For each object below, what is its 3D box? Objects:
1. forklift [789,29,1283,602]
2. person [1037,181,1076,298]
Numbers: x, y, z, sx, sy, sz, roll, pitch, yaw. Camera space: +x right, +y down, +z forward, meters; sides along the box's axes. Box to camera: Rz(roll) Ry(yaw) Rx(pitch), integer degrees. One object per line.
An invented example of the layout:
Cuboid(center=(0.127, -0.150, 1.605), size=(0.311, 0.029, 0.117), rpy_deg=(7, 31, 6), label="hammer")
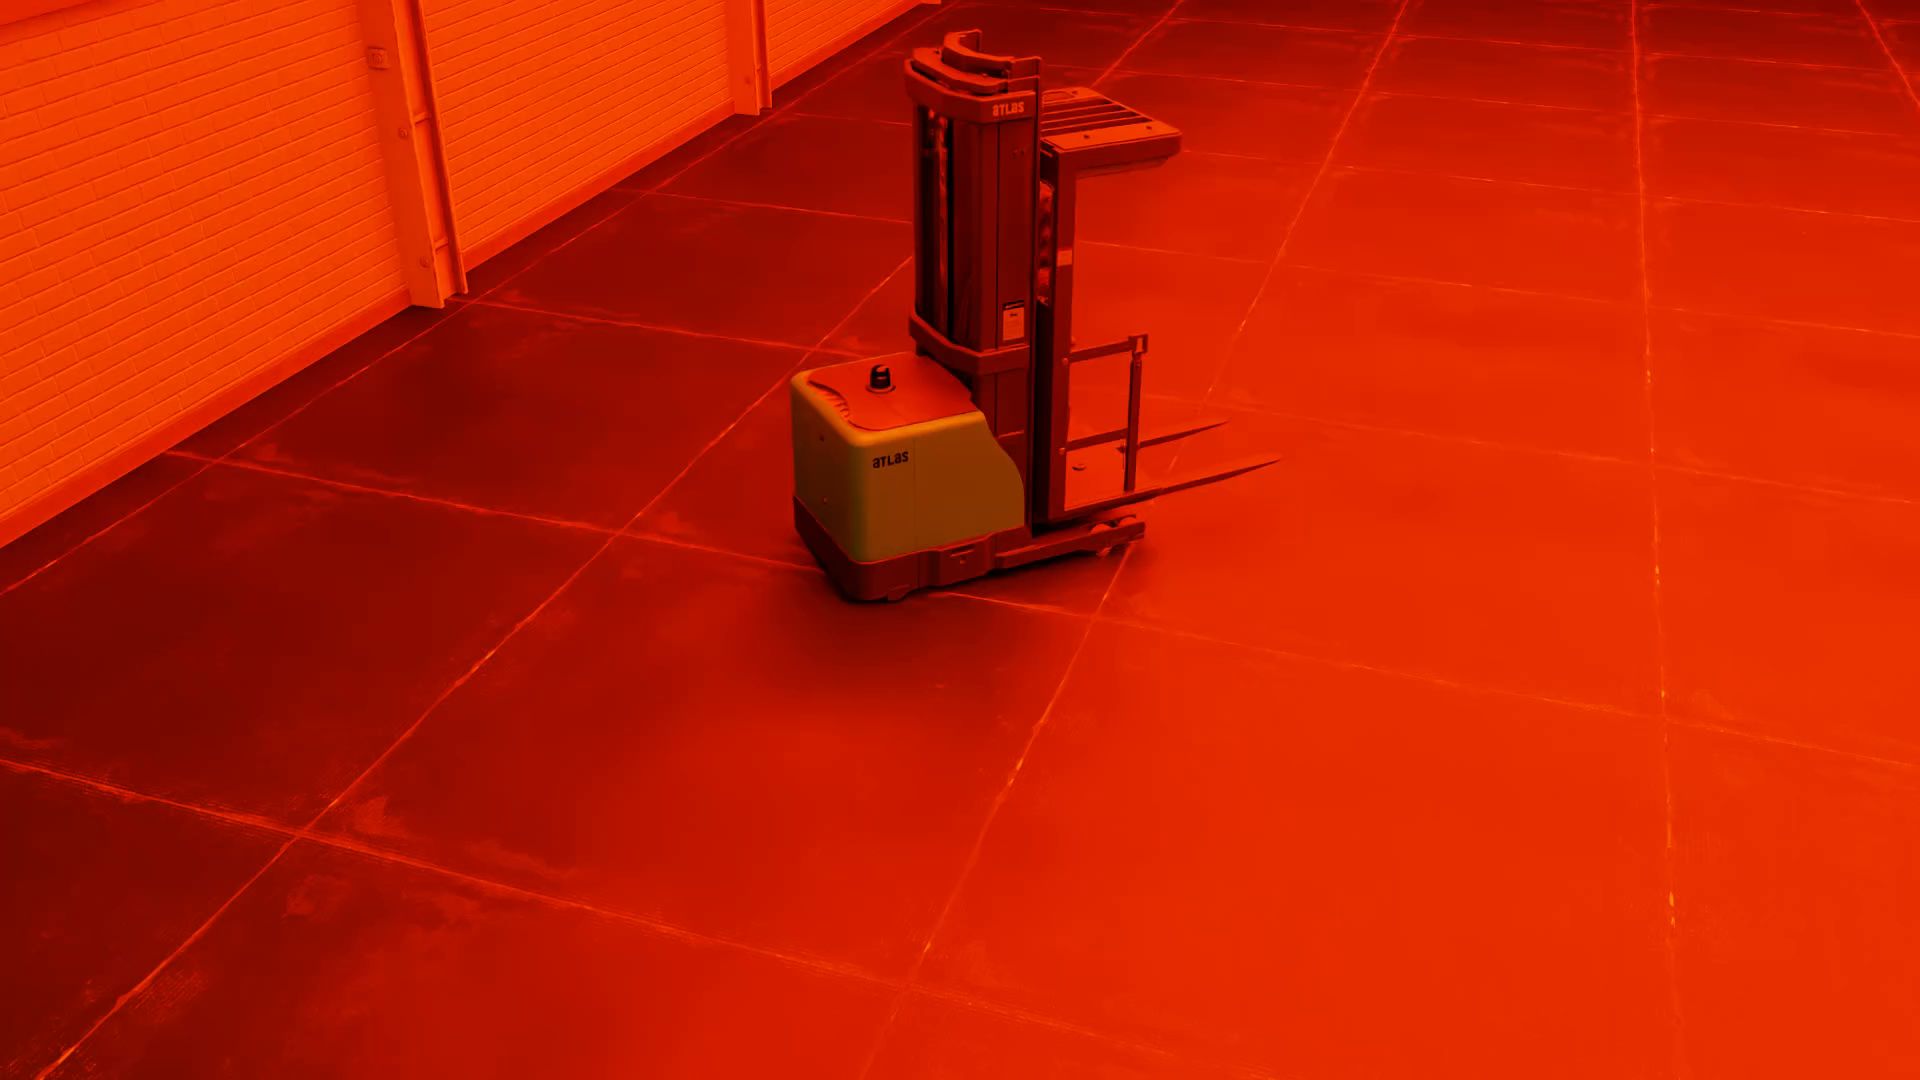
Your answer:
Cuboid(center=(0.550, -1.418, 9.625), size=(3.031, 2.935, 1.130), rpy_deg=(-14, 32, -23), label="forklift")
Cuboid(center=(0.506, -2.001, 11.972), size=(0.699, 1.669, 0.707), rpy_deg=(-5, 30, -9), label="person")
